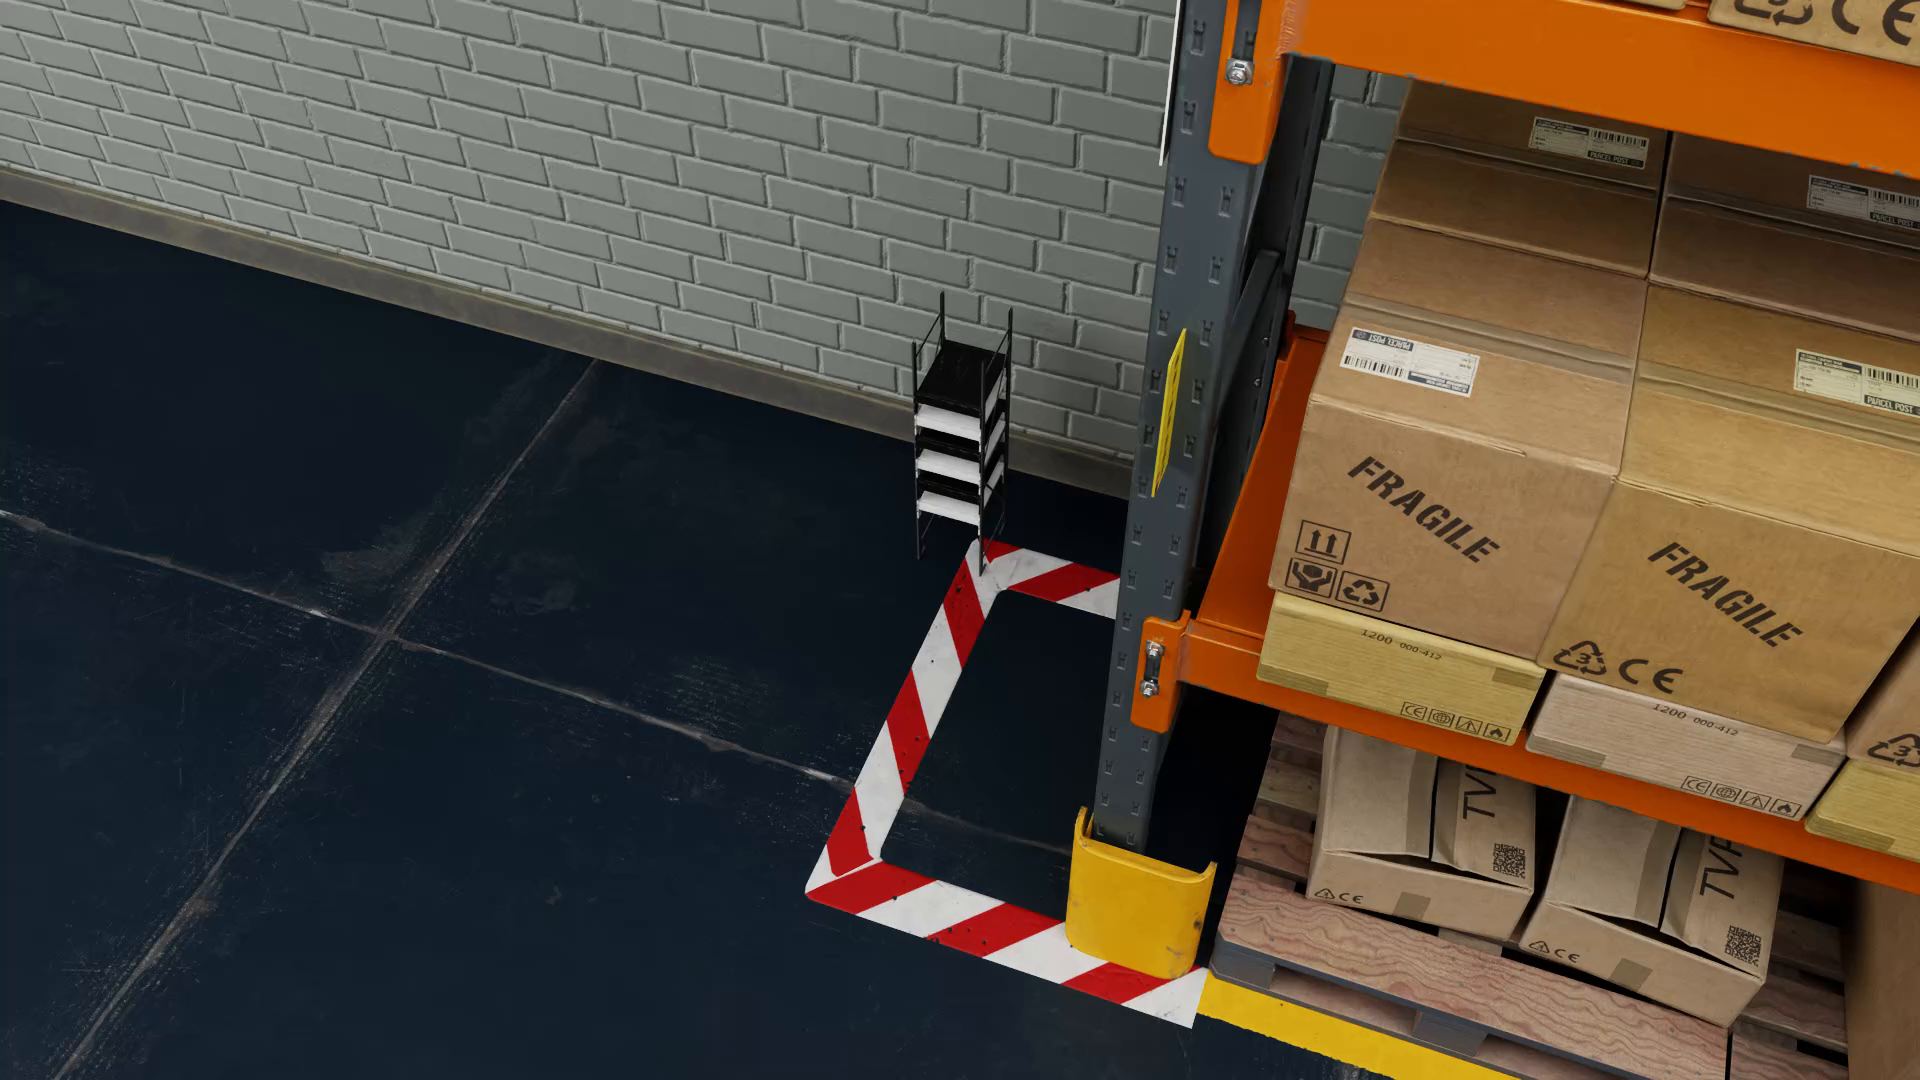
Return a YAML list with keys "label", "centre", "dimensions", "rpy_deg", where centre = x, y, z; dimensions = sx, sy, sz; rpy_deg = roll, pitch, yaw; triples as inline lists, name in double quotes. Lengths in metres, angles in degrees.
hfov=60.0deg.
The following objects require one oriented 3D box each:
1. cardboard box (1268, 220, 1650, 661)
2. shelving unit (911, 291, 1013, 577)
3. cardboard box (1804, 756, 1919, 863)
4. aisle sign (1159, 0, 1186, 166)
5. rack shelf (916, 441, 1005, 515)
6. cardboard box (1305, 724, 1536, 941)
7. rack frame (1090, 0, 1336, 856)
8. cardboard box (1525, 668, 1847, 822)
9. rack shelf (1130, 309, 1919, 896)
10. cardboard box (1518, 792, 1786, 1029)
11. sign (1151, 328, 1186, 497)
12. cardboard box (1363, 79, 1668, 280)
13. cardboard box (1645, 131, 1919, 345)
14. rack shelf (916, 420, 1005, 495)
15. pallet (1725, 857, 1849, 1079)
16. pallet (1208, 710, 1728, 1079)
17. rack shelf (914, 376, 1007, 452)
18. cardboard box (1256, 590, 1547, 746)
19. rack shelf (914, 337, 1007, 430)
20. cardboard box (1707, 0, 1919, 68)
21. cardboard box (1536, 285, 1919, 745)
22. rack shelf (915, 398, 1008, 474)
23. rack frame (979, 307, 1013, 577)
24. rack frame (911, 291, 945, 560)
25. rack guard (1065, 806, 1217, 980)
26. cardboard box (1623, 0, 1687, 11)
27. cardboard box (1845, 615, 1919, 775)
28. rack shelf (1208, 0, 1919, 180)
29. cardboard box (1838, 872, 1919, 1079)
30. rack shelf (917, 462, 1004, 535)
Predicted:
- label: "cardboard box"
  centre: [0.893, -0.183, 3.013]
  dimensions: [0.500, 0.500, 0.500]
  rpy_deg: [16, 51, 13]
- label: "shelving unit"
  centre: [0.007, -0.293, 4.908]
  dimensions: [0.210, 0.900, 0.258]
  rpy_deg: [16, 51, 13]
- label: "cardboard box"
  centre: [1.865, 0.341, 3.055]
  dimensions: [0.500, 0.250, 0.500]
  rpy_deg: [15, 51, 13]
- label: "aisle sign"
  centre: [0.378, -0.976, 2.390]
  dimensions: [0.004, 0.787, 0.394]
  rpy_deg: [16, 51, 13]
- label: "rack shelf"
  centre: [0.007, -0.212, 5.001]
  dimensions: [0.200, 0.077, 0.258]
  rpy_deg: [16, 51, 13]
- label: "cardboard box"
  centre: [1.167, 0.664, 4.178]
  dimensions: [0.500, 0.311, 0.500]
  rpy_deg: [10, 50, 9]
- label: "rack frame"
  centre: [0.549, -0.318, 3.541]
  dimensions: [0.127, 3.000, 1.000]
  rpy_deg: [16, 51, 13]
- label: "cardboard box"
  centre: [1.389, 0.203, 3.175]
  dimensions: [0.500, 0.250, 0.500]
  rpy_deg: [14, 51, 12]
- label: "rack shelf"
  centre: [2.425, 0.441, 3.358]
  dimensions: [4.000, 0.370, 1.077]
  rpy_deg: [16, 51, 13]
- label: "cardboard box"
  centre: [1.702, 0.813, 4.049]
  dimensions: [0.500, 0.311, 0.500]
  rpy_deg: [19, 52, 16]
- label: "sign"
  centre: [0.361, -0.217, 2.880]
  dimensions: [0.005, 0.325, 0.100]
  rpy_deg: [16, 51, 13]
- label: "cardboard box"
  centre: [1.065, -0.548, 3.330]
  dimensions: [0.500, 0.500, 0.500]
  rpy_deg: [15, 51, 13]
- label: "cardboard box"
  centre: [1.534, -0.409, 3.210]
  dimensions: [0.500, 0.500, 0.500]
  rpy_deg: [16, 51, 14]
- label: "rack shelf"
  centre: [0.007, -0.271, 4.933]
  dimensions: [0.200, 0.077, 0.258]
  rpy_deg: [16, 51, 13]
- label: "pallet"
  centre: [2.511, 1.174, 4.093]
  dimensions: [1.213, 0.211, 1.003]
  rpy_deg: [16, 51, 13]
- label: "pallet"
  centre: [1.370, 0.853, 4.371]
  dimensions: [1.213, 0.211, 1.003]
  rpy_deg: [16, 51, 13]
- label: "rack shelf"
  centre: [0.007, -0.389, 4.797]
  dimensions: [0.200, 0.077, 0.258]
  rpy_deg: [16, 51, 13]
- label: "cardboard box"
  centre: [0.897, 0.078, 3.284]
  dimensions: [0.500, 0.250, 0.500]
  rpy_deg: [14, 51, 12]
- label: "rack shelf"
  centre: [0.007, -0.448, 4.729]
  dimensions: [0.200, 0.077, 0.258]
  rpy_deg: [16, 51, 13]
- label: "cardboard box"
  centre: [1.268, -0.909, 1.988]
  dimensions: [0.500, 0.500, 0.500]
  rpy_deg: [19, 52, 16]
- label: "cardboard box"
  centre: [1.353, -0.046, 2.895]
  dimensions: [0.500, 0.500, 0.500]
  rpy_deg: [16, 51, 13]
- label: "rack shelf"
  centre: [0.007, -0.330, 4.865]
  dimensions: [0.200, 0.077, 0.258]
  rpy_deg: [16, 51, 13]
- label: "rack frame"
  centre: [0.103, -0.266, 4.885]
  dimensions: [0.006, 0.900, 0.240]
  rpy_deg: [16, 51, 13]
- label: "rack frame"
  centre: [-0.088, -0.319, 4.931]
  dimensions: [0.006, 0.900, 0.240]
  rpy_deg: [16, 51, 13]
- label: "rack guard"
  centre: [0.621, 0.521, 4.468]
  dimensions: [0.348, 0.500, 1.175]
  rpy_deg: [16, 51, 13]
- label: "cardboard box"
  centre: [0.776, -1.075, 2.132]
  dimensions: [0.500, 0.500, 0.500]
  rpy_deg: [17, 51, 14]
- label: "cardboard box"
  centre: [1.836, 0.093, 2.774]
  dimensions: [0.500, 0.500, 0.500]
  rpy_deg: [14, 51, 12]
- label: "rack shelf"
  centre: [2.425, -0.541, 2.225]
  dimensions: [4.000, 0.370, 1.077]
  rpy_deg: [16, 51, 13]
- label: "cardboard box"
  centre: [2.373, 0.979, 3.780]
  dimensions: [0.500, 0.500, 0.700]
  rpy_deg: [13, 50, 11]
- label: "rack shelf"
  centre: [0.008, -0.153, 5.069]
  dimensions: [0.200, 0.077, 0.258]
  rpy_deg: [16, 51, 13]
